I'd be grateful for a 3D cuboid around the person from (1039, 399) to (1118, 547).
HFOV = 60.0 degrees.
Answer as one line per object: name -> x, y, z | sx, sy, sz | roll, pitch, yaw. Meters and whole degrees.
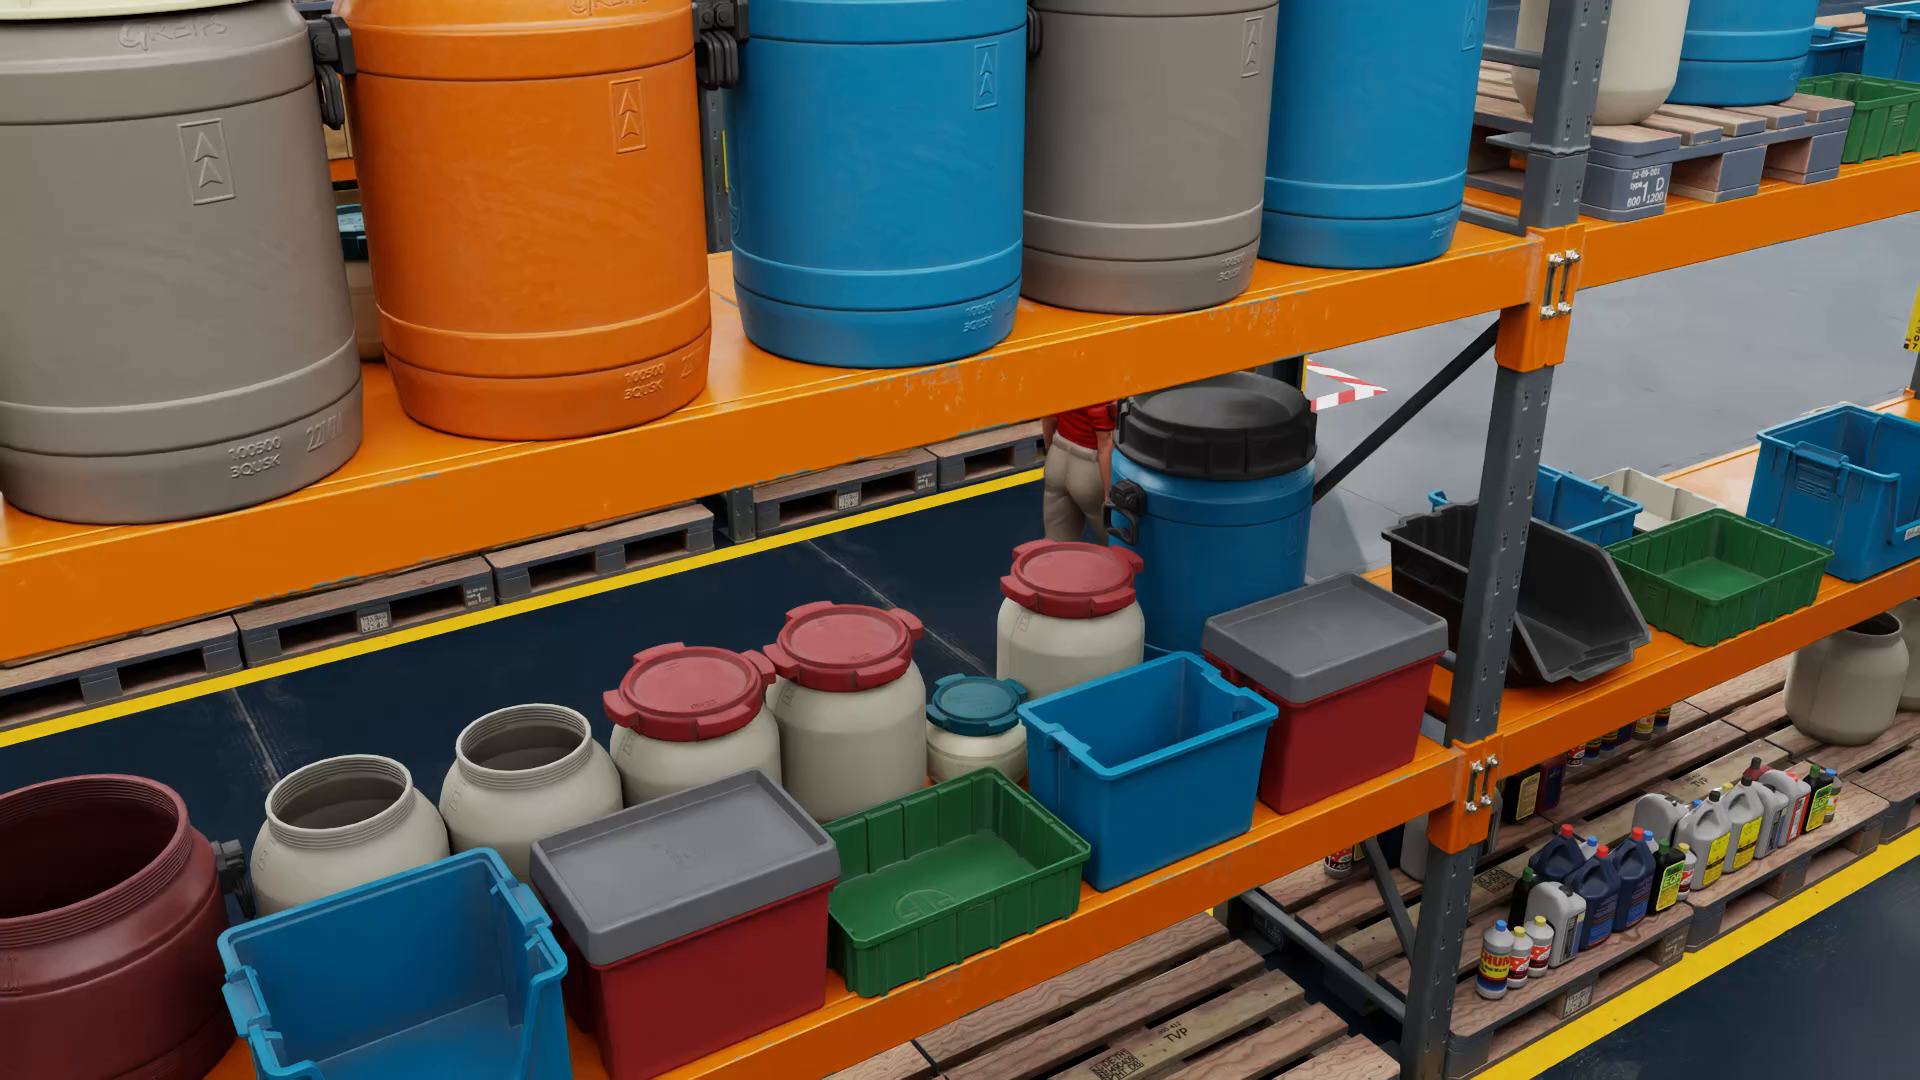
person -> 0.665, -0.338, 7.853 | 0.722, 1.719, 0.549 | -18, 31, -34
